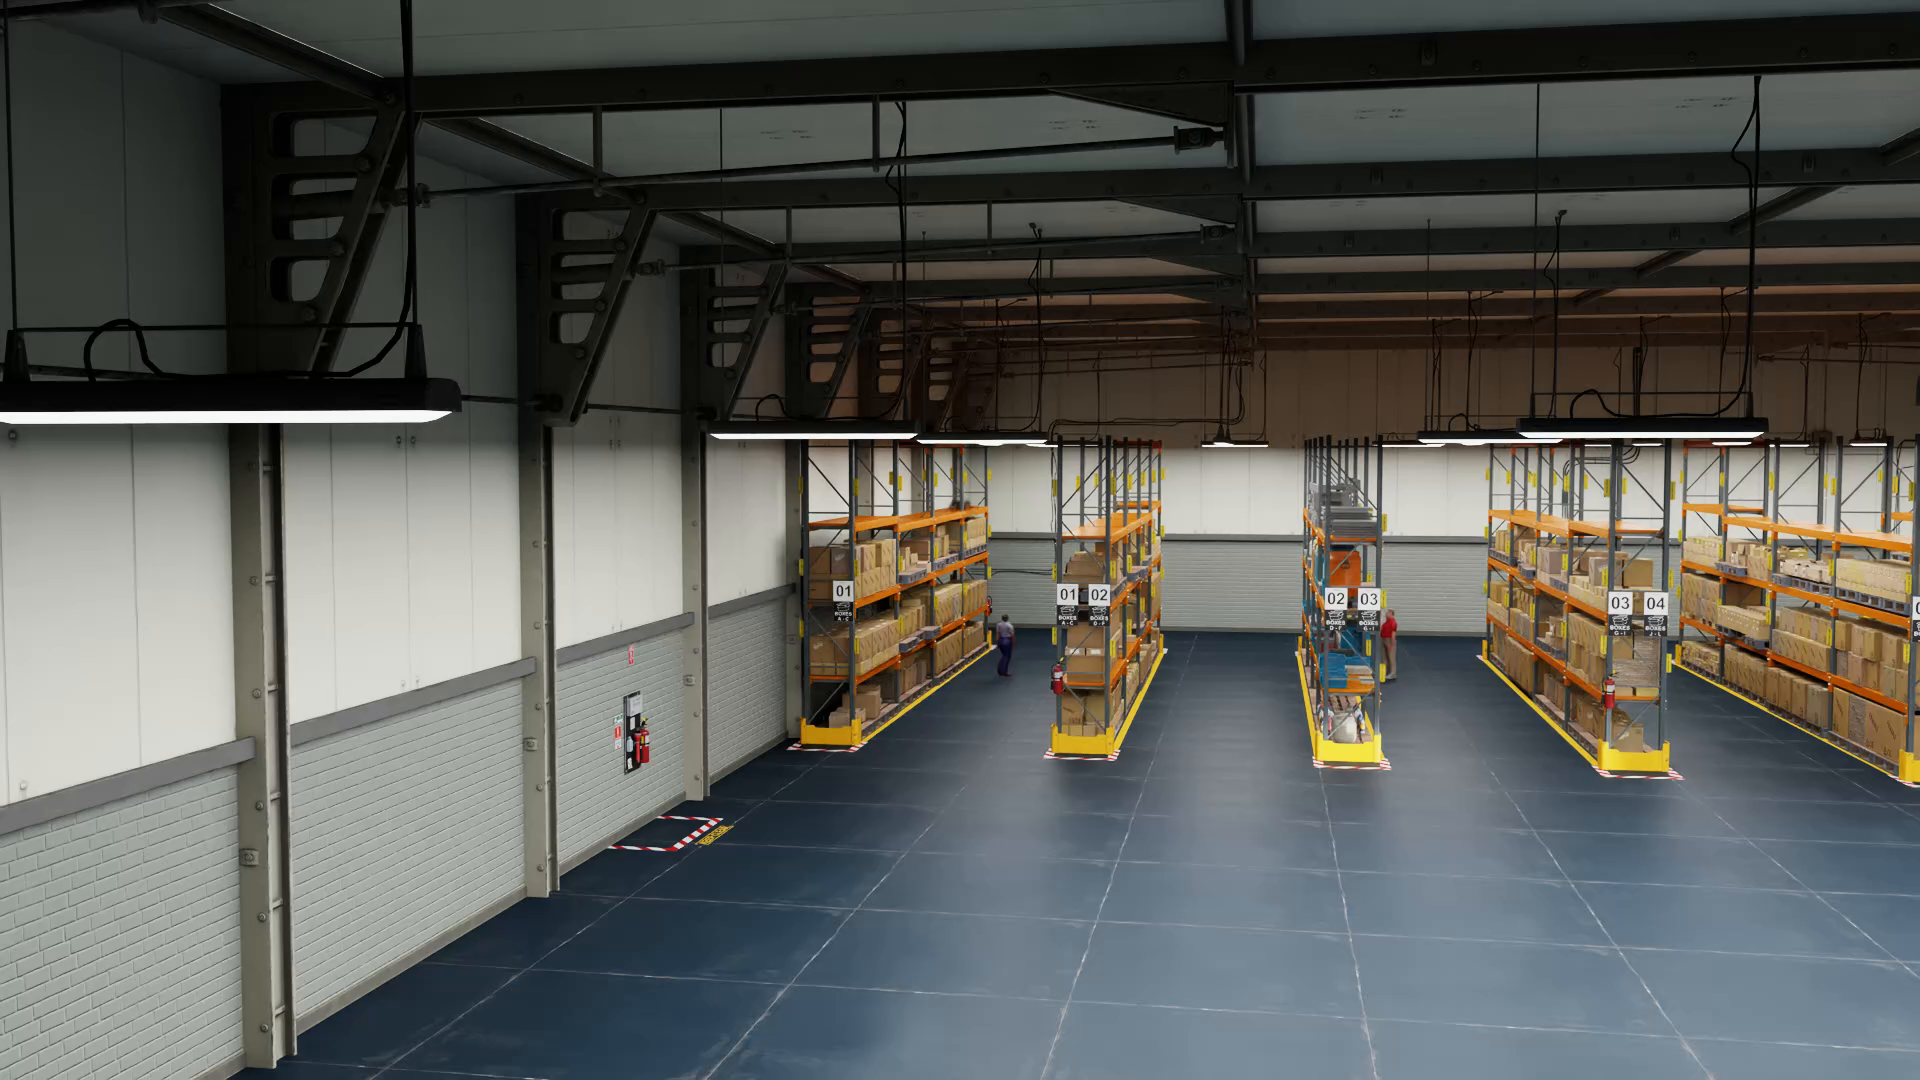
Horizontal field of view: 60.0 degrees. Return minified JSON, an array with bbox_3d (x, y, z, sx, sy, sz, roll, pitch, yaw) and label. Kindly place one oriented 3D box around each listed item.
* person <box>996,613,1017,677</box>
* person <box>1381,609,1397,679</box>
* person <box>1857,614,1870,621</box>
[{"bbox_3d":[1.195,2.642,41.882,0.429,1.637,0.494,-2,4,-37],"label":"person"},{"bbox_3d":[10.767,2.603,41.793,0.423,1.731,0.541,-2,3,-26],"label":"person"},{"bbox_3d":[22.085,2.642,40.662,0.641,1.805,0.610,-1,3,-13],"label":"person"}]
